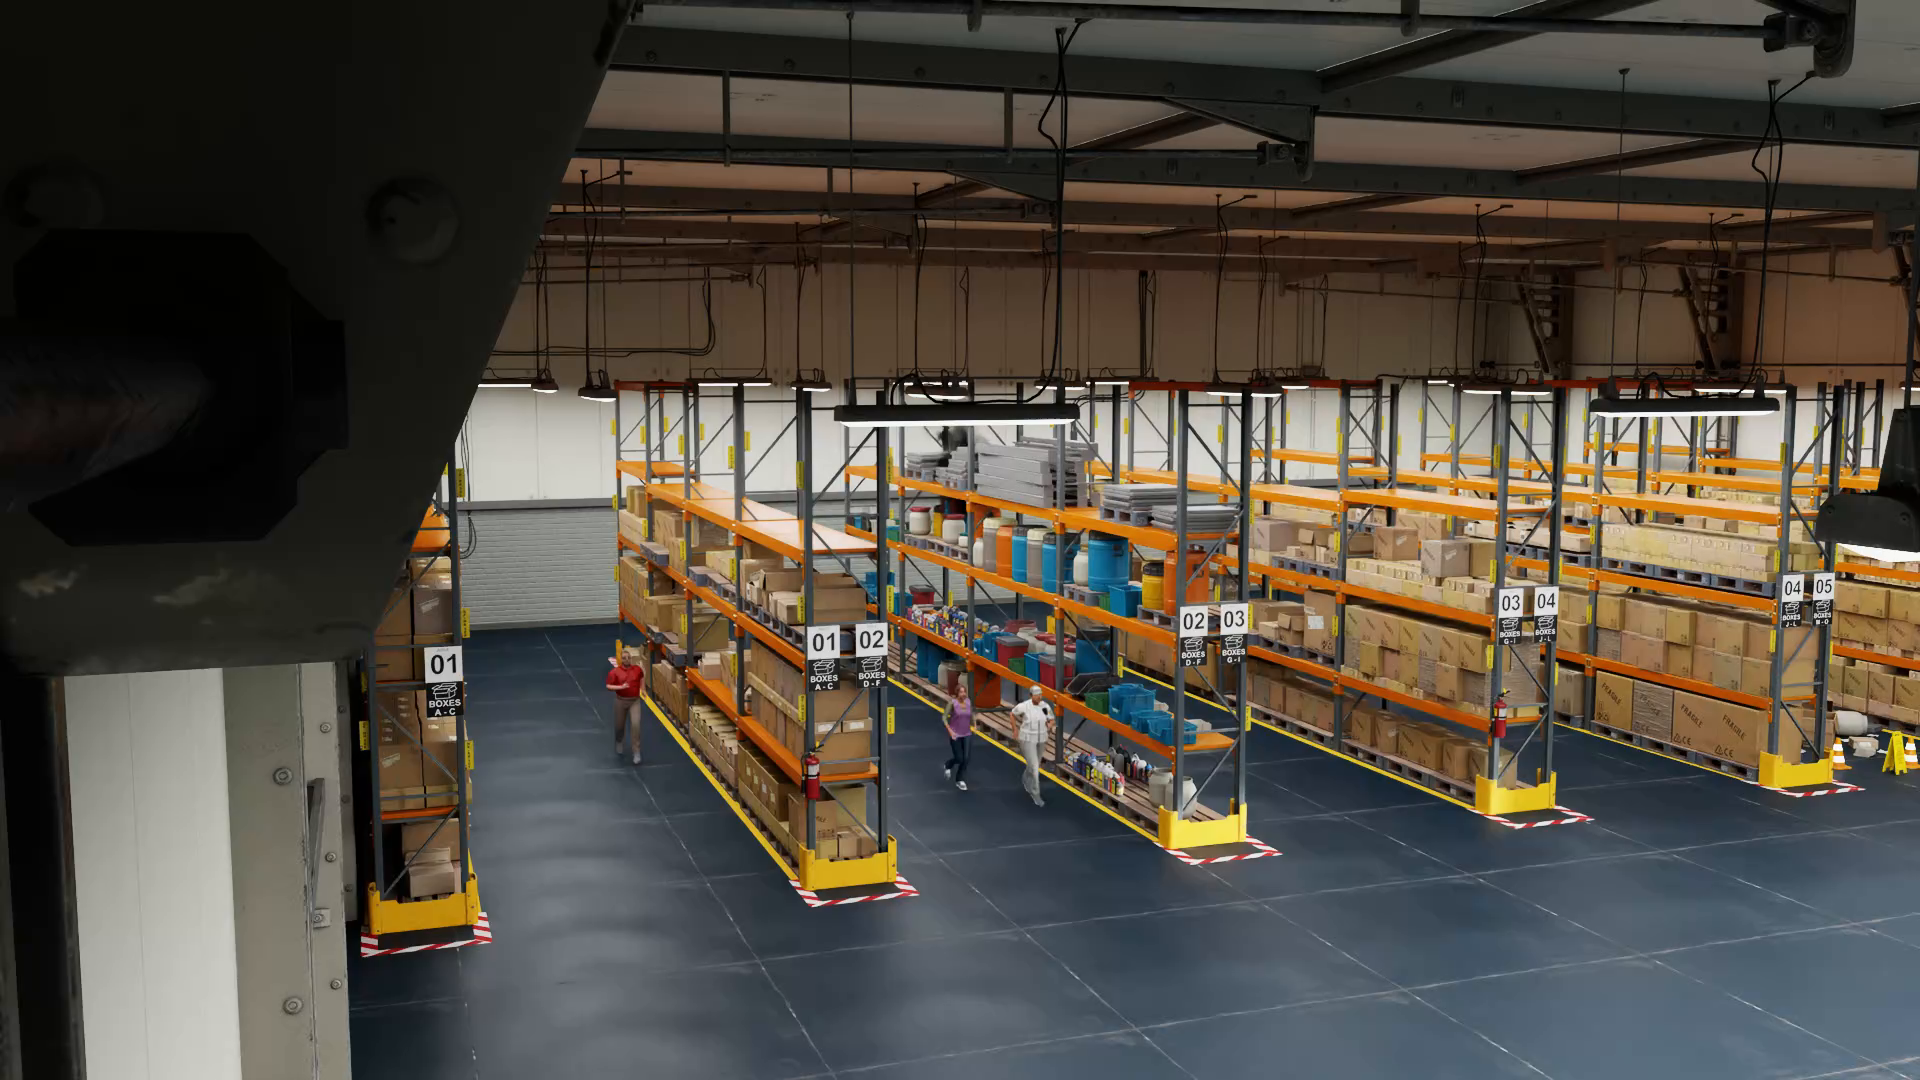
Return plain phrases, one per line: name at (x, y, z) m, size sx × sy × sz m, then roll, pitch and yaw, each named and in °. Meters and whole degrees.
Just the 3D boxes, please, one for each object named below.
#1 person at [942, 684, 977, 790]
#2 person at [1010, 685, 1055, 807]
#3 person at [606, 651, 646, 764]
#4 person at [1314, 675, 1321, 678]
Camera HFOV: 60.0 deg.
person at (-0.013, 2.929, 24.940) m, size 0.559 × 1.575 × 0.539 m, roll -3°, pitch 7°, yaw -27°
person at (1.068, 2.943, 24.168) m, size 0.580 × 1.711 × 0.838 m, roll -3°, pitch 7°, yaw -26°
person at (-5.344, 2.640, 26.653) m, size 0.638 × 1.732 × 0.964 m, roll -2°, pitch 6°, yaw -20°
person at (7.207, 1.952, 33.717) m, size 0.575 × 1.665 × 0.611 m, roll -4°, pitch 7°, yaw -31°
